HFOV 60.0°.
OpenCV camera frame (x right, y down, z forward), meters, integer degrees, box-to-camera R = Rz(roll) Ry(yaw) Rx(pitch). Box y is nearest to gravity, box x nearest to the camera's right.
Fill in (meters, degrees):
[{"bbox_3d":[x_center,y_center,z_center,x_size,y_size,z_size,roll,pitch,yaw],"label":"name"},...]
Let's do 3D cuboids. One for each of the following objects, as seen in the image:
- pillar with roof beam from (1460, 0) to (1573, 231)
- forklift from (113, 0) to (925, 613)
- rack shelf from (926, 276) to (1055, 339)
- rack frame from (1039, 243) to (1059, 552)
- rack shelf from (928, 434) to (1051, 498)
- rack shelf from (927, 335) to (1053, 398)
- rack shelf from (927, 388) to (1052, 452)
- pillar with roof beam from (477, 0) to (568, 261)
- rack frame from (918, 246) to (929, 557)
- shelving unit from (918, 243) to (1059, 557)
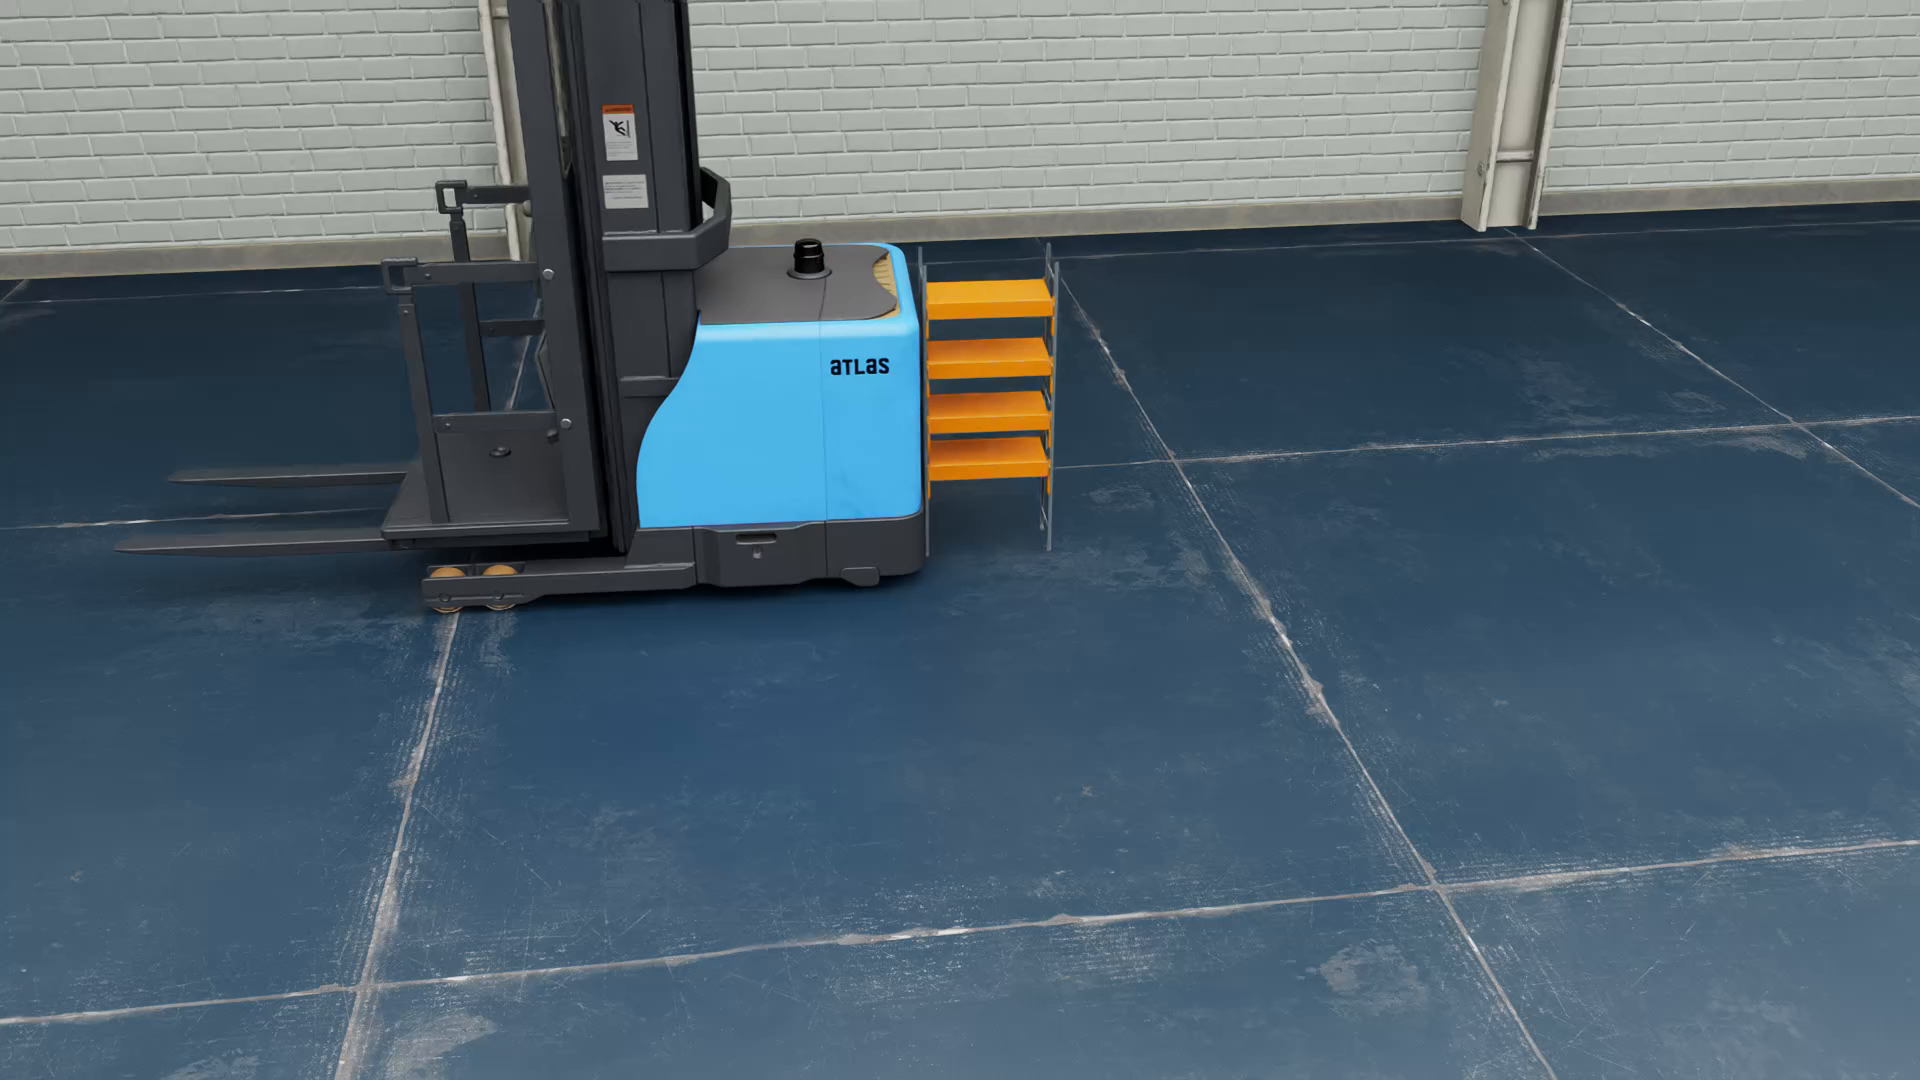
[{"bbox_3d":[4.067,-4.102,4.887,0.400,9.000,9.100,-4,27,-7],"label":"pillar with roof beam"},{"bbox_3d":[-1.682,-1.285,6.044,3.031,2.935,1.130,-2,27,-5],"label":"forklift"},{"bbox_3d":[0.103,-0.881,6.291,0.480,0.148,0.258,-2,27,-5],"label":"rack shelf"},{"bbox_3d":[0.346,-0.541,6.491,0.015,1.200,0.240,-2,27,-5],"label":"rack frame"},{"bbox_3d":[0.103,-0.295,6.592,0.480,0.148,0.258,-2,27,-5],"label":"rack shelf"},{"bbox_3d":[0.103,-0.670,6.399,0.480,0.148,0.258,-2,27,-5],"label":"rack shelf"},{"bbox_3d":[0.103,-0.471,6.501,0.480,0.148,0.258,-2,27,-5],"label":"rack shelf"},{"bbox_3d":[-1.875,-3.720,4.144,0.400,9.000,9.100,-4,27,-7],"label":"pillar with roof beam"},{"bbox_3d":[-0.140,-0.521,6.451,0.015,1.200,0.240,-2,27,-5],"label":"rack frame"},{"bbox_3d":[0.103,-0.531,6.471,0.503,1.200,0.258,-2,27,-5],"label":"shelving unit"}]
